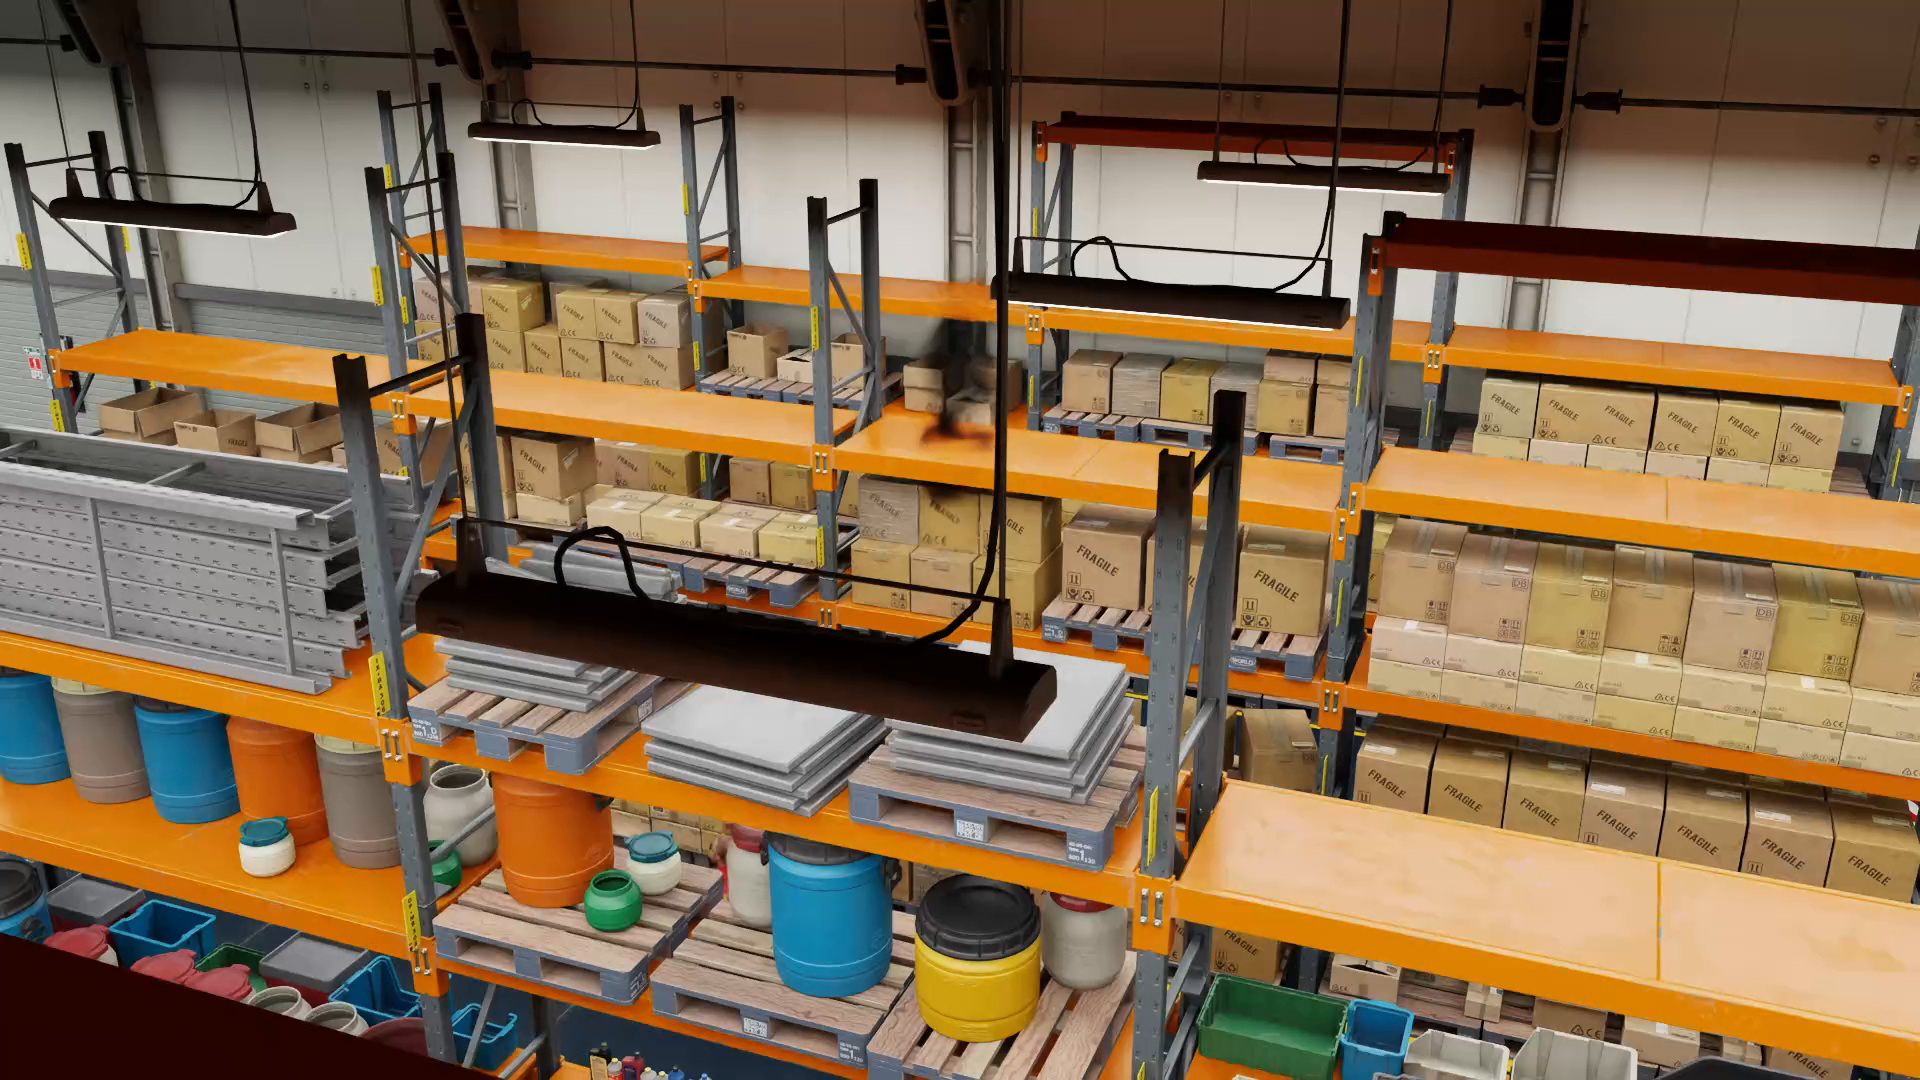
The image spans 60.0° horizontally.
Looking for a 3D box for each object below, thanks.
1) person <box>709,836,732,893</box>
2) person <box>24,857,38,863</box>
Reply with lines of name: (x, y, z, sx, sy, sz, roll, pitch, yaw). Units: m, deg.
person: (-1.708, 2.943, 12.305, 0.629, 1.697, 0.649, 6, 22, 15)
person: (-7.921, 2.154, 14.513, 0.883, 1.576, 0.575, -1, 21, -2)
